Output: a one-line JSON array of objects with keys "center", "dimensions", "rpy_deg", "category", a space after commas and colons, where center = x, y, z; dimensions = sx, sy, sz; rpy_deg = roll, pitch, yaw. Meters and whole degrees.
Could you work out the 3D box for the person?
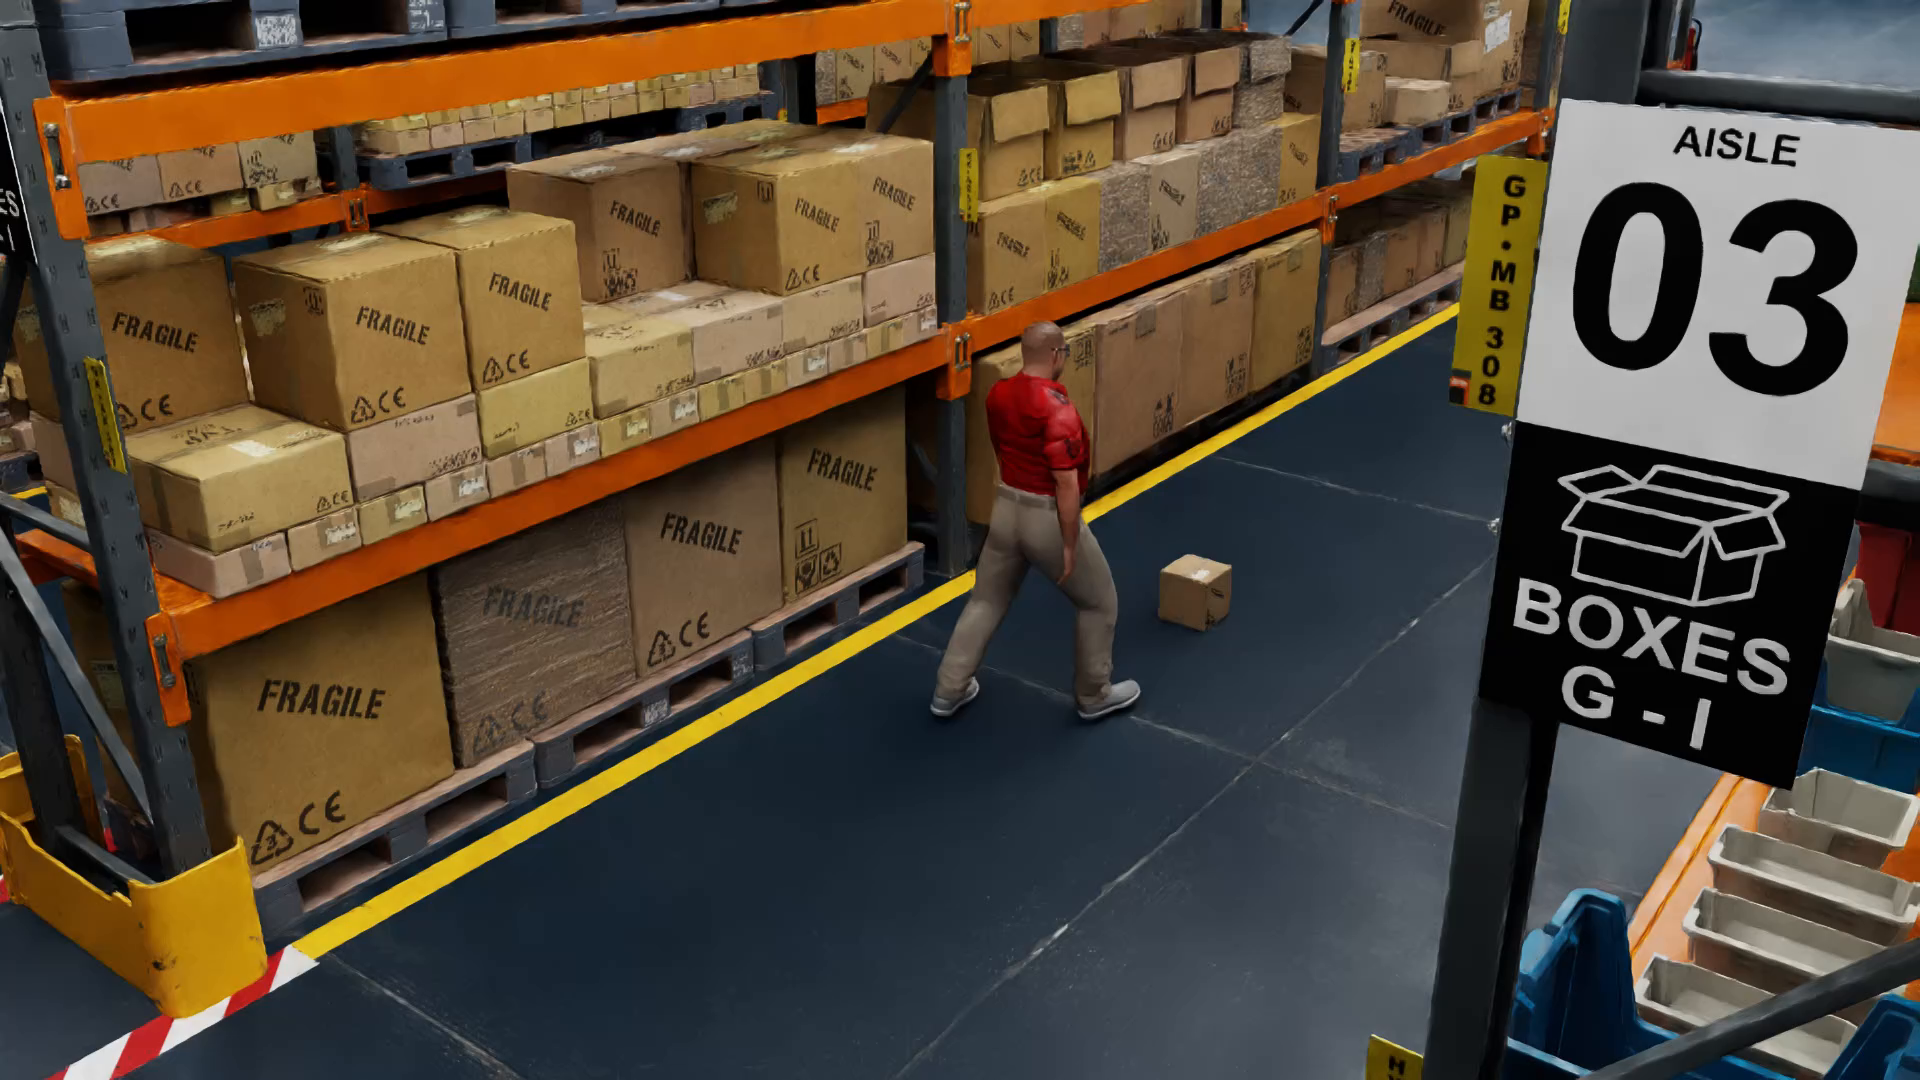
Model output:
[{"center": [0.307, -0.063, 6.797], "dimensions": [0.806, 1.679, 0.615], "rpy_deg": [-20, 30, -38], "category": "person"}]
